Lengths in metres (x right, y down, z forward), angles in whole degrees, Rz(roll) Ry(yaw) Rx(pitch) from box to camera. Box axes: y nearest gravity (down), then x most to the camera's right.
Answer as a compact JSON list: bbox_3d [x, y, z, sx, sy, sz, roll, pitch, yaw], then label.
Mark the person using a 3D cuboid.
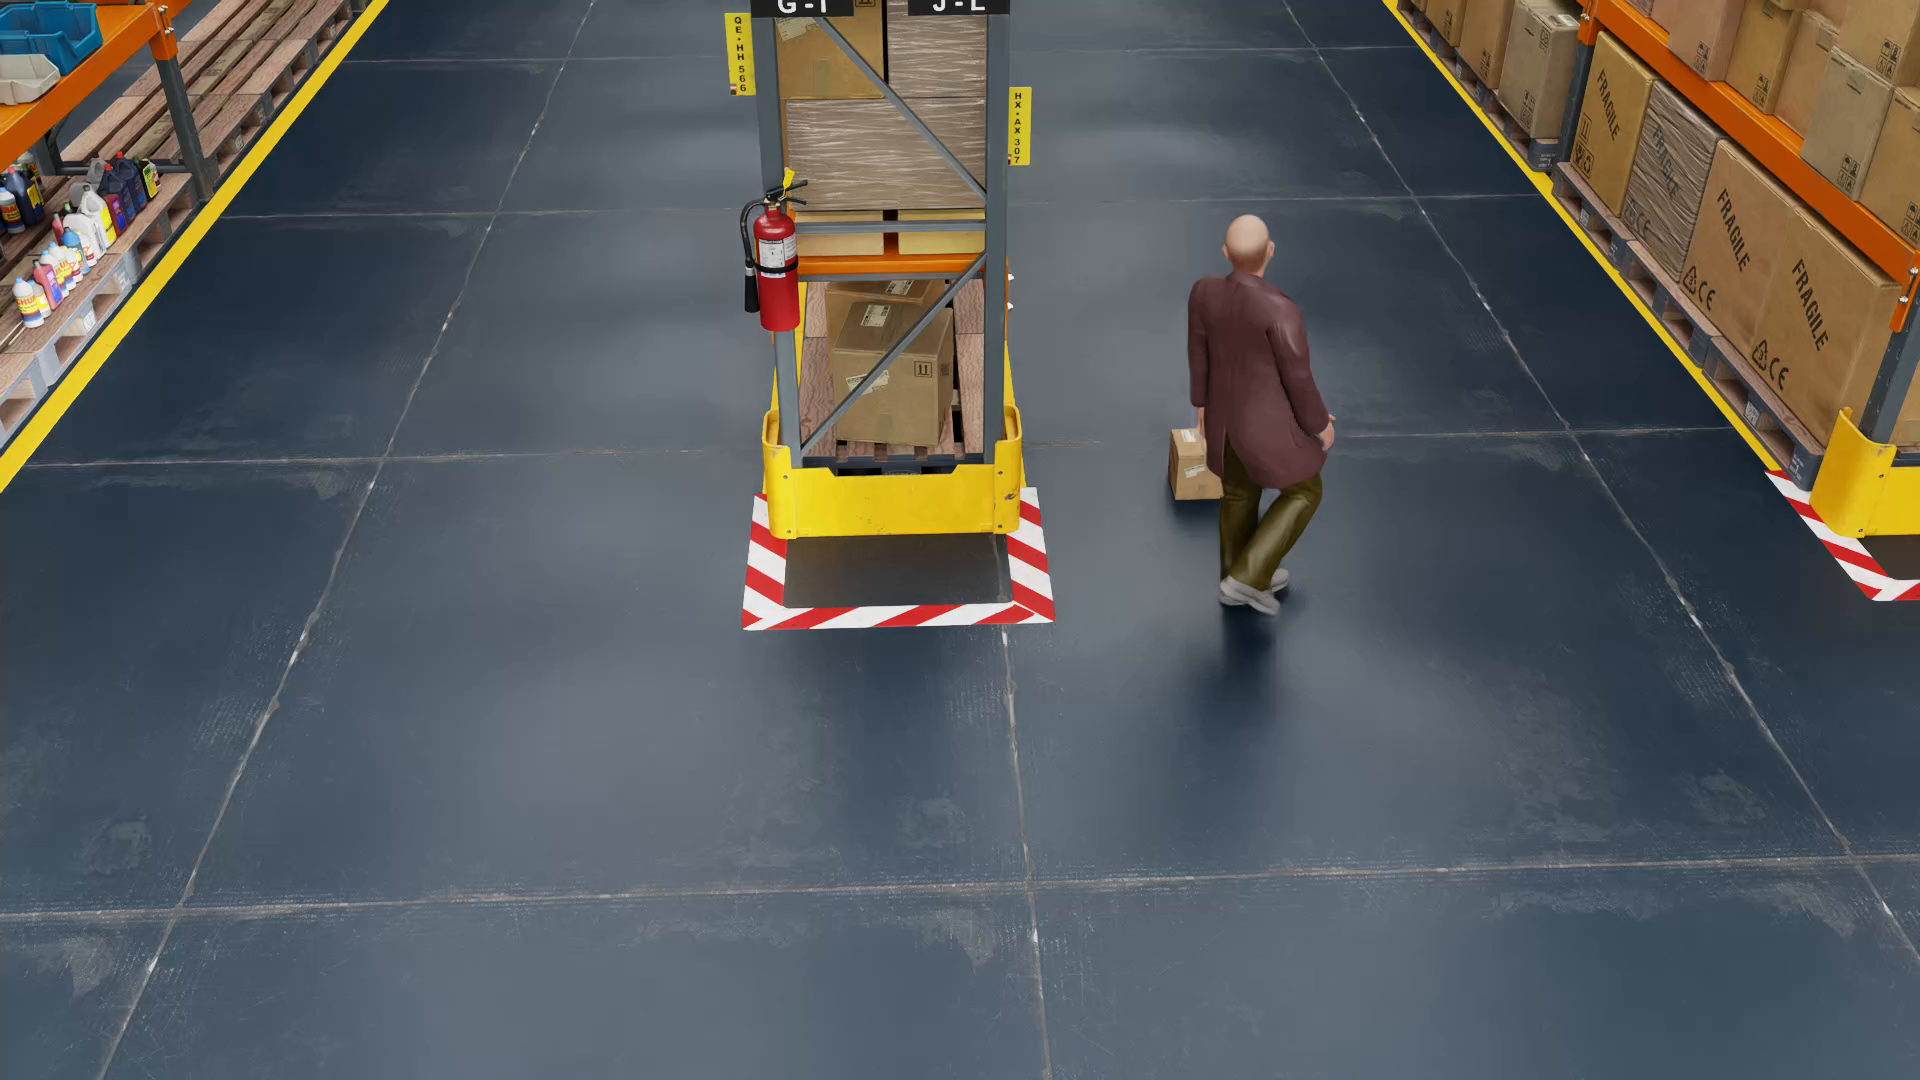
[{"bbox_3d":[1.197,-0.491,6.847,0.558,1.779,0.619,-25,42,-31],"label":"person"}]
